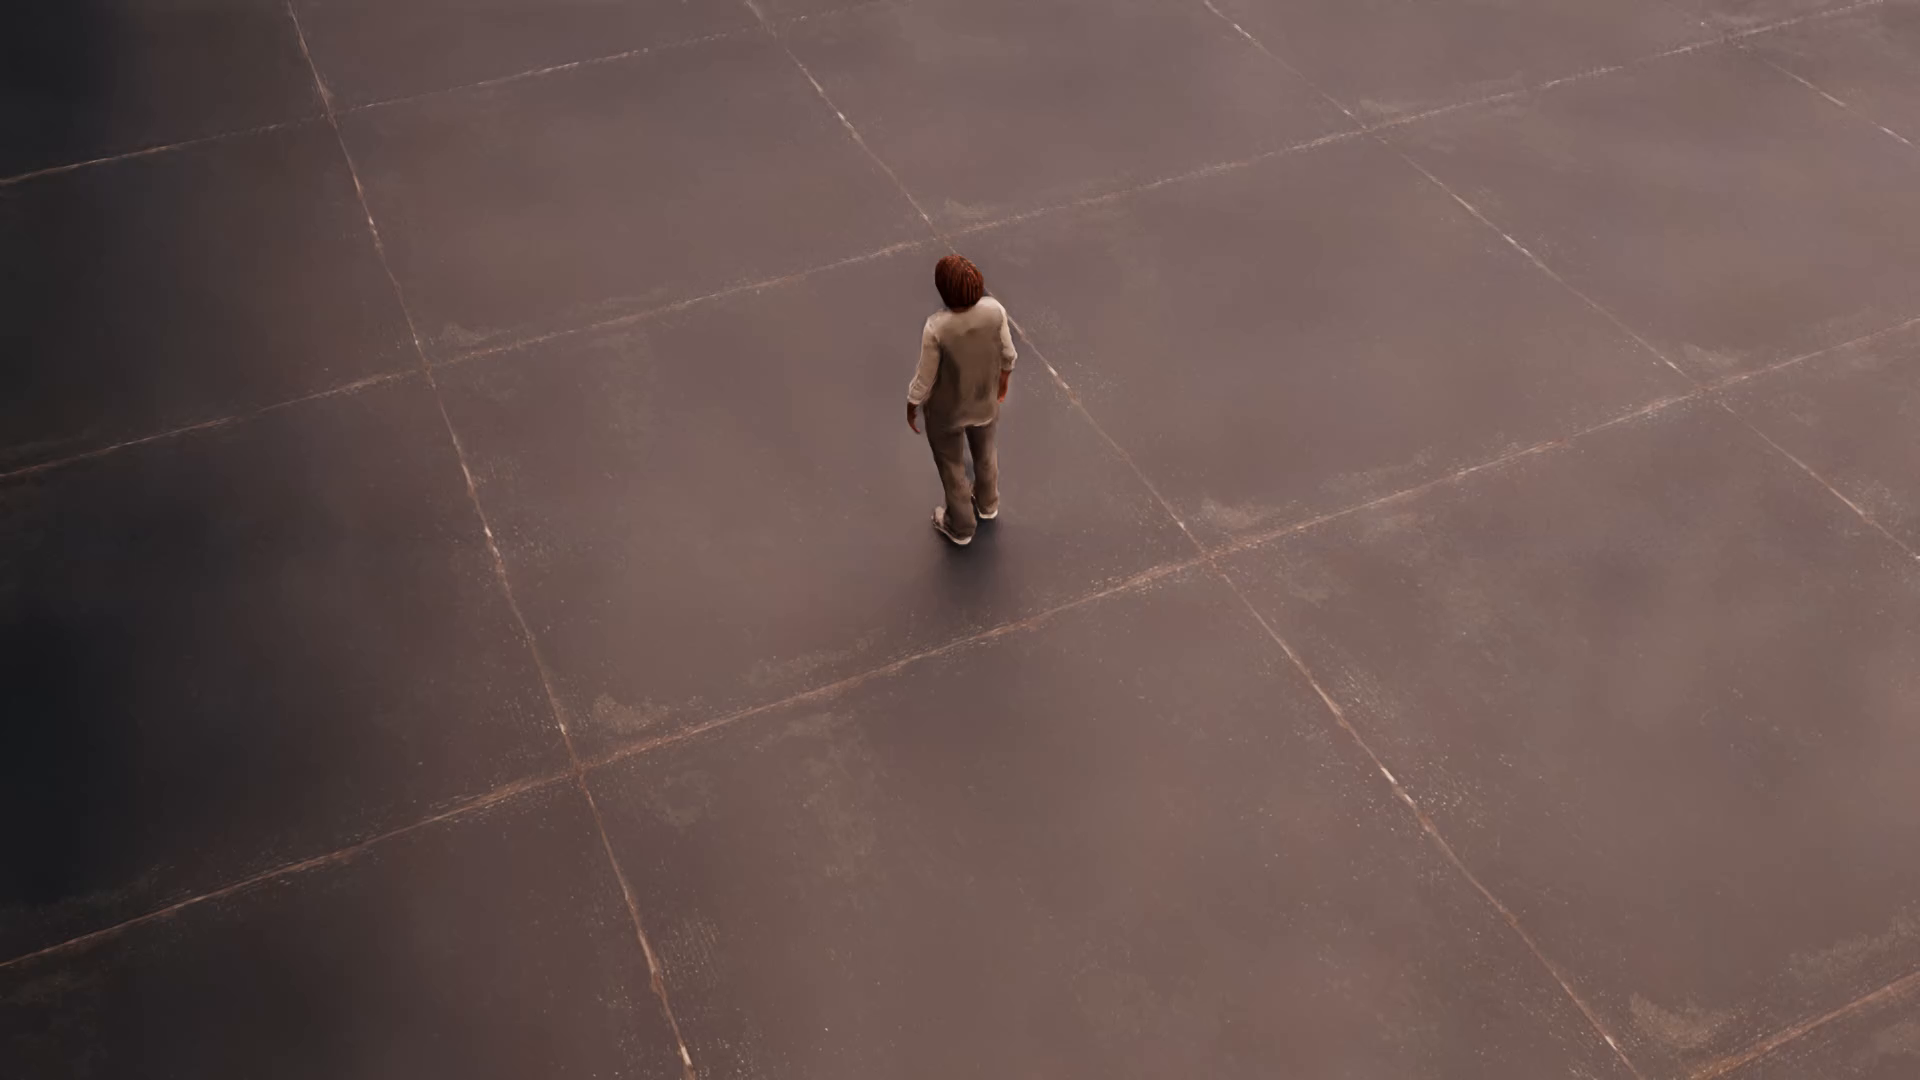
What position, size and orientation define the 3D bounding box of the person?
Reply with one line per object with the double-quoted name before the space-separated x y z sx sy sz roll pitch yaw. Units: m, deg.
"person" -0.018 -0.639 7.332 0.521 1.597 0.474 -18 46 -18
